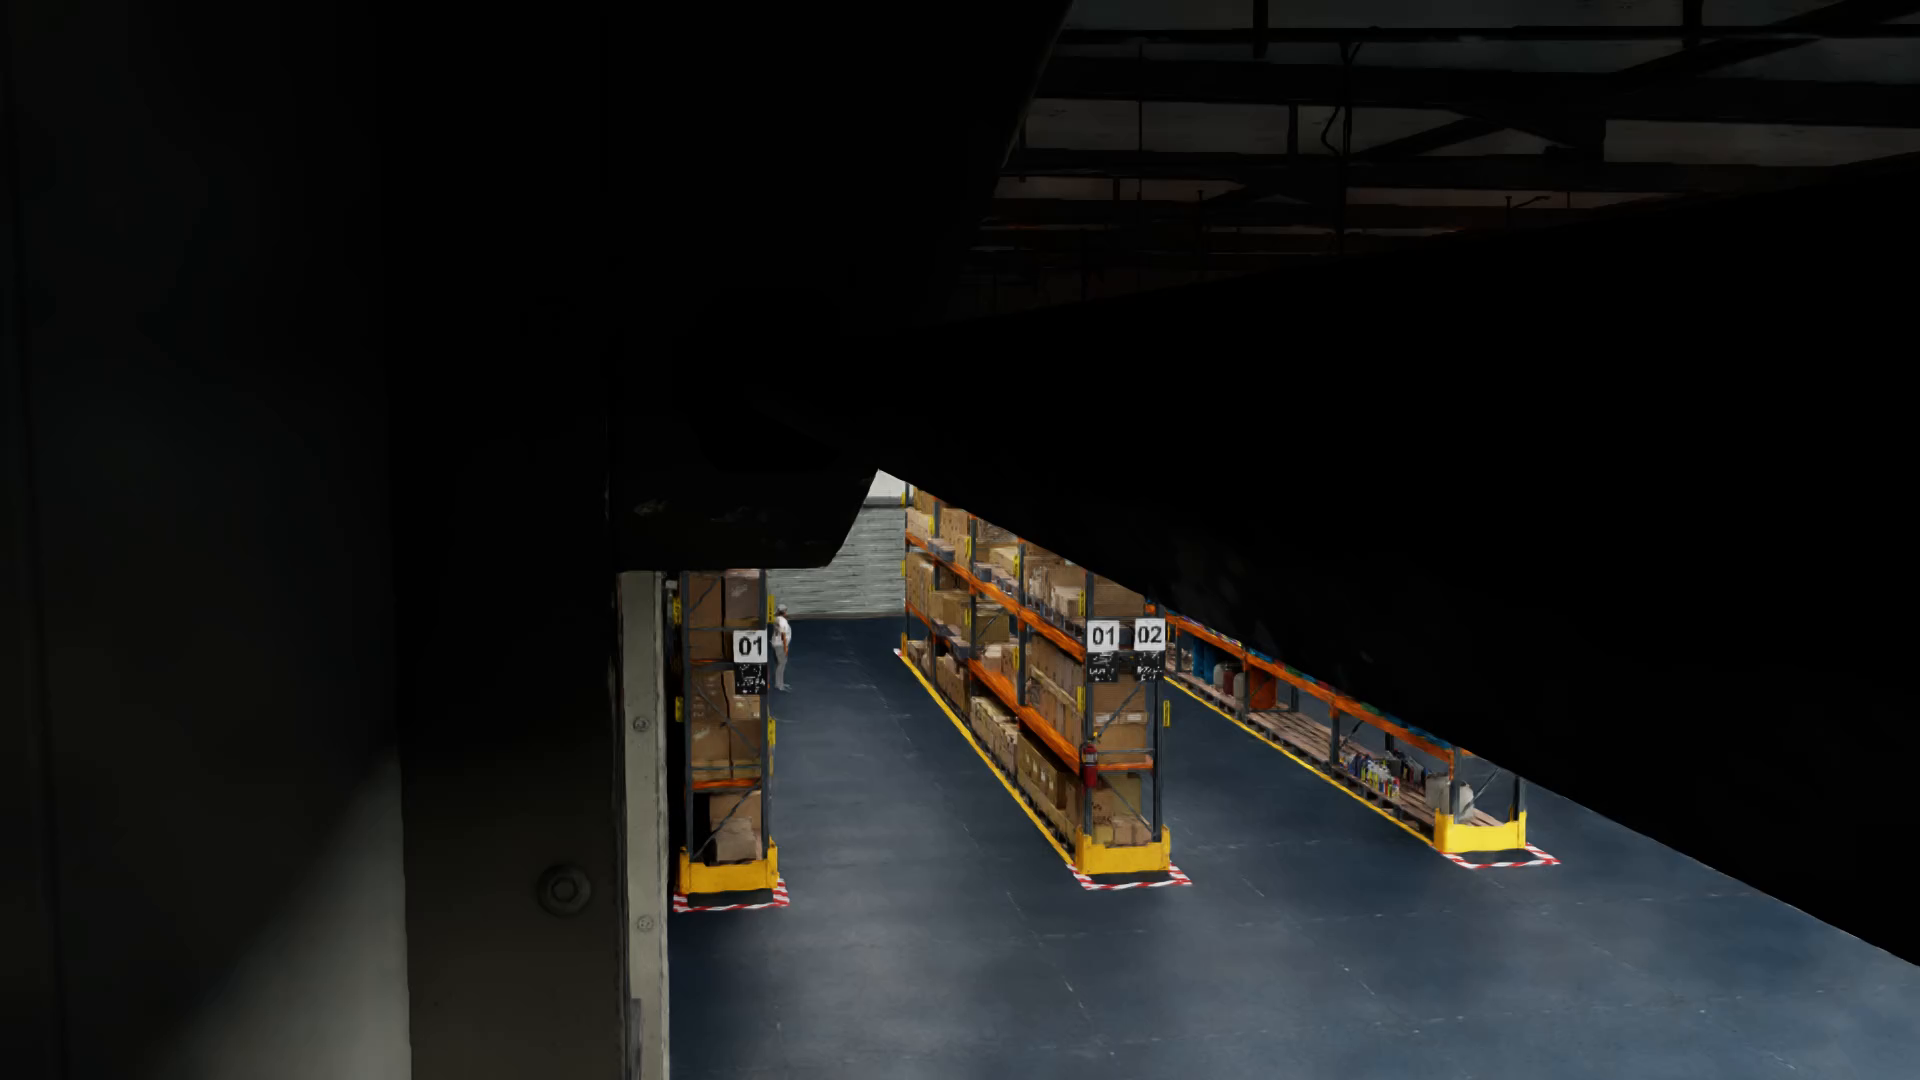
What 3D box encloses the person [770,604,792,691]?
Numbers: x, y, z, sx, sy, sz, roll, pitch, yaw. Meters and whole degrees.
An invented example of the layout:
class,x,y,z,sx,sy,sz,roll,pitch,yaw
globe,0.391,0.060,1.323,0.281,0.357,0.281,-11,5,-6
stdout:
class,x,y,z,sx,sy,sz,roll,pitch,yaw
person,-3.518,2.102,32.743,0.388,1.671,0.566,-2,6,-22
